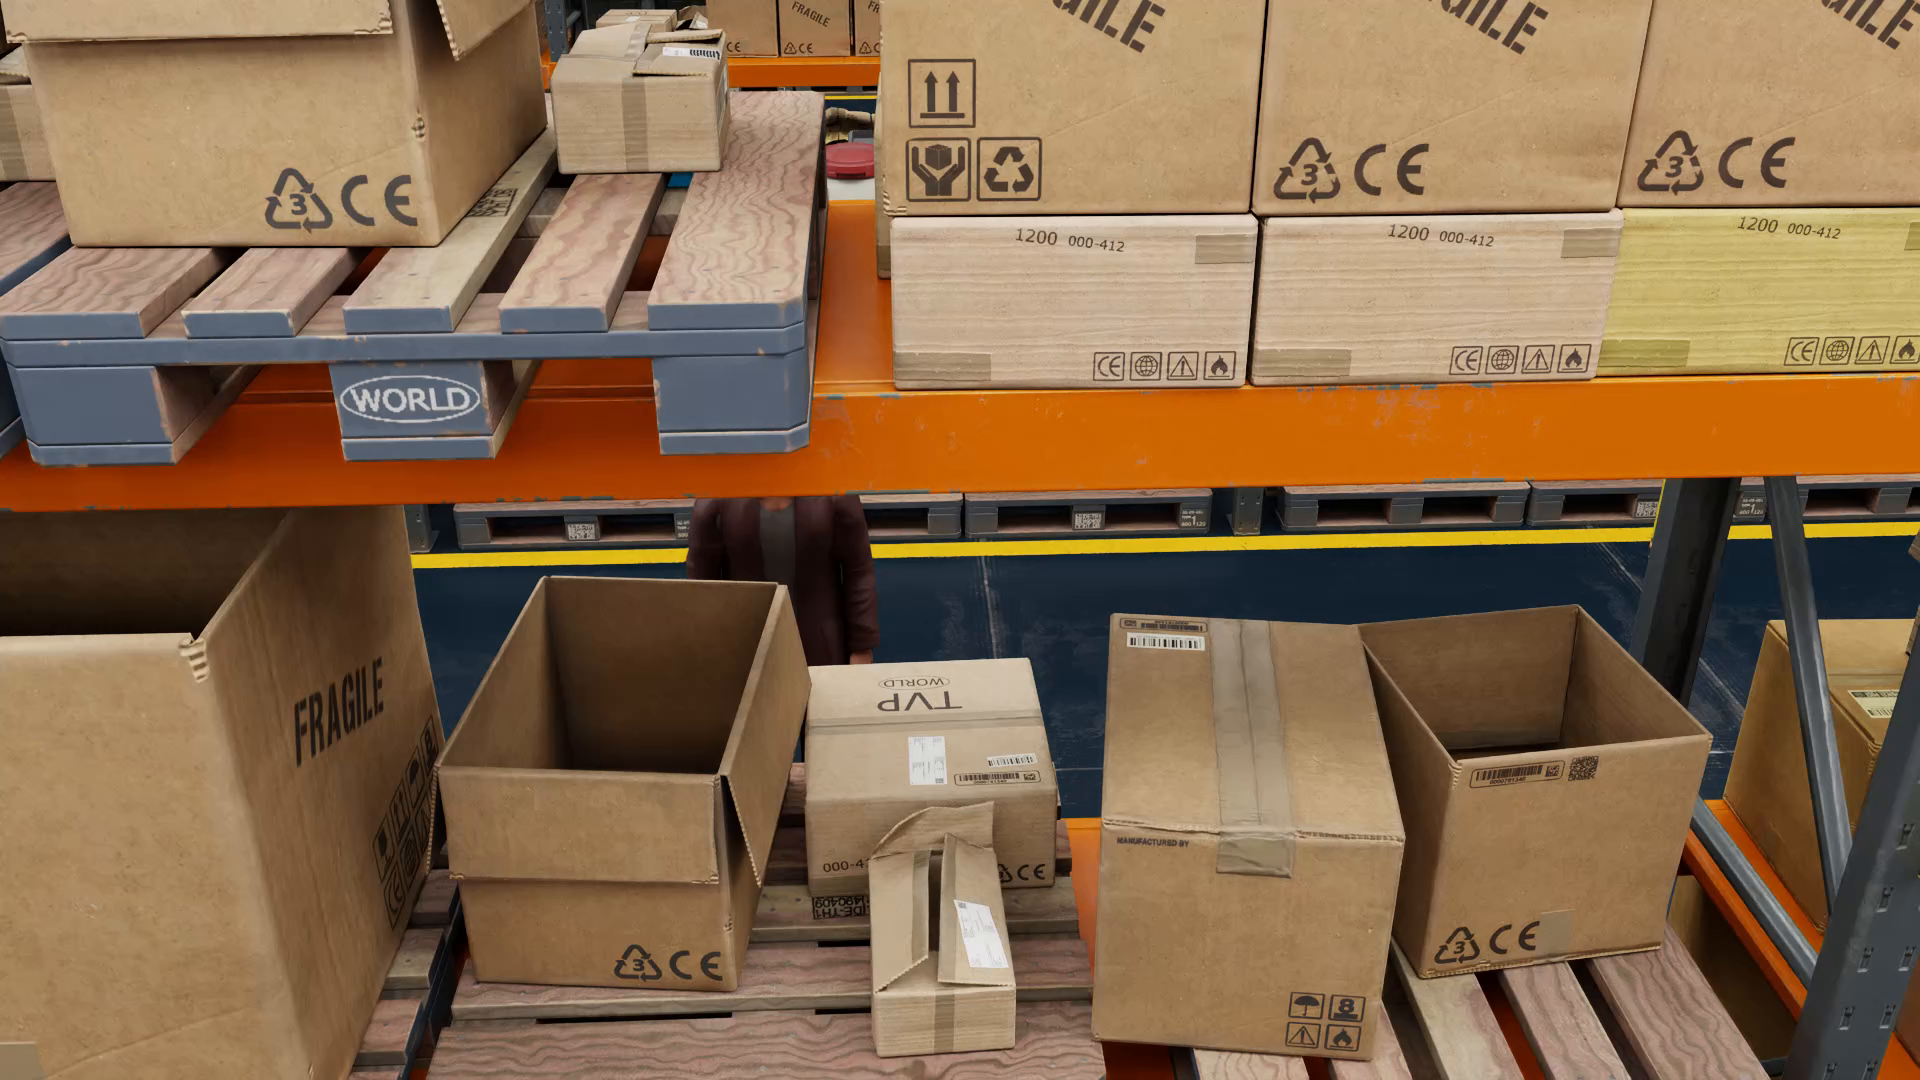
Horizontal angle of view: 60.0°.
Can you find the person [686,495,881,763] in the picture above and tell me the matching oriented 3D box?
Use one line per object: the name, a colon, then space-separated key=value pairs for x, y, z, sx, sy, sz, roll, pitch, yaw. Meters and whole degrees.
person: x=-0.579 y=0.358 z=5.438 sx=0.644 sy=1.774 sz=0.427 roll=-1 pitch=27 yaw=-2
